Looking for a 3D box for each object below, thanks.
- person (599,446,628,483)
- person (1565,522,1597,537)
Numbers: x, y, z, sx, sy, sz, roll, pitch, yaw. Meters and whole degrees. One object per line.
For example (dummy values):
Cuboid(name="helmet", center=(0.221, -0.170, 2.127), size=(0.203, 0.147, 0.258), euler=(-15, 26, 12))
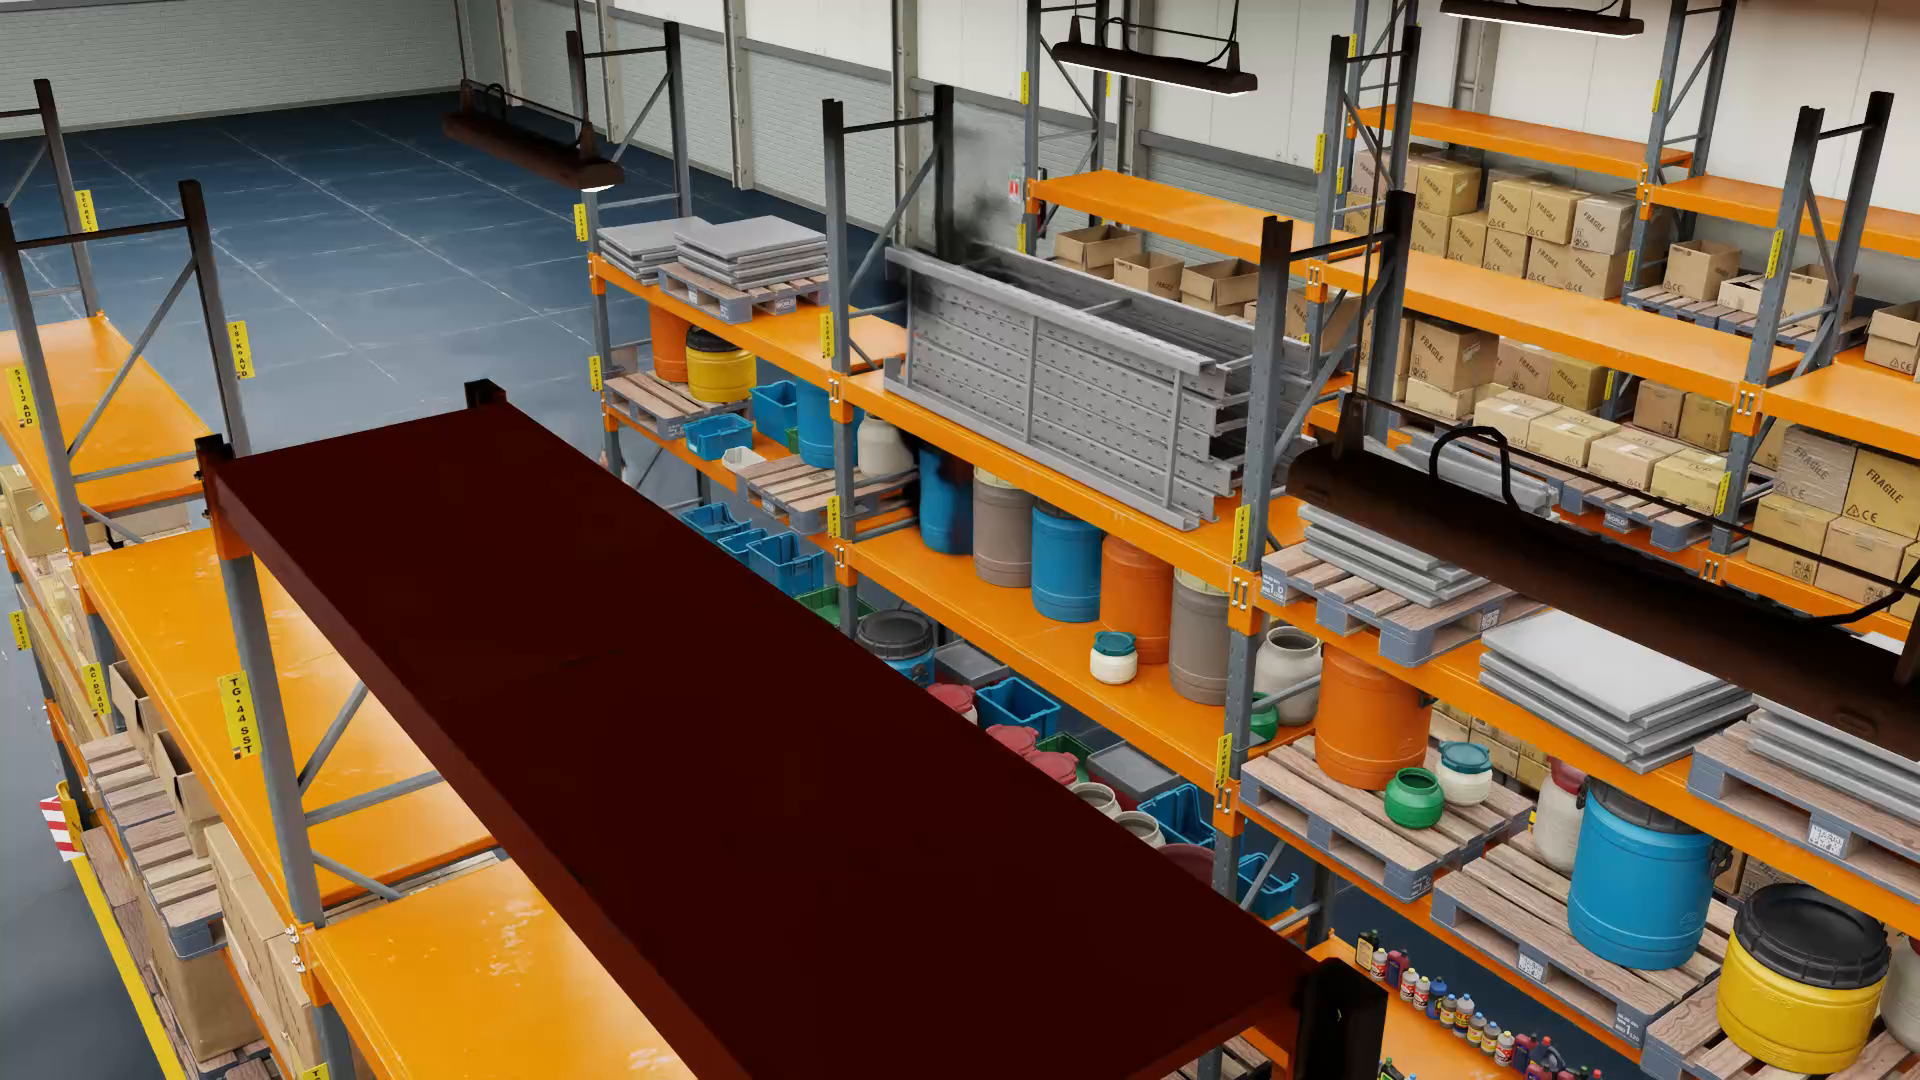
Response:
Cuboid(name="person", center=(-3.593, -0.238, 17.550), size=(0.728, 1.687, 0.647), euler=(2, 25, 4))
Cuboid(name="person", center=(5.871, 0.398, 15.970), size=(0.678, 1.829, 0.923), euler=(-22, 33, -39))
